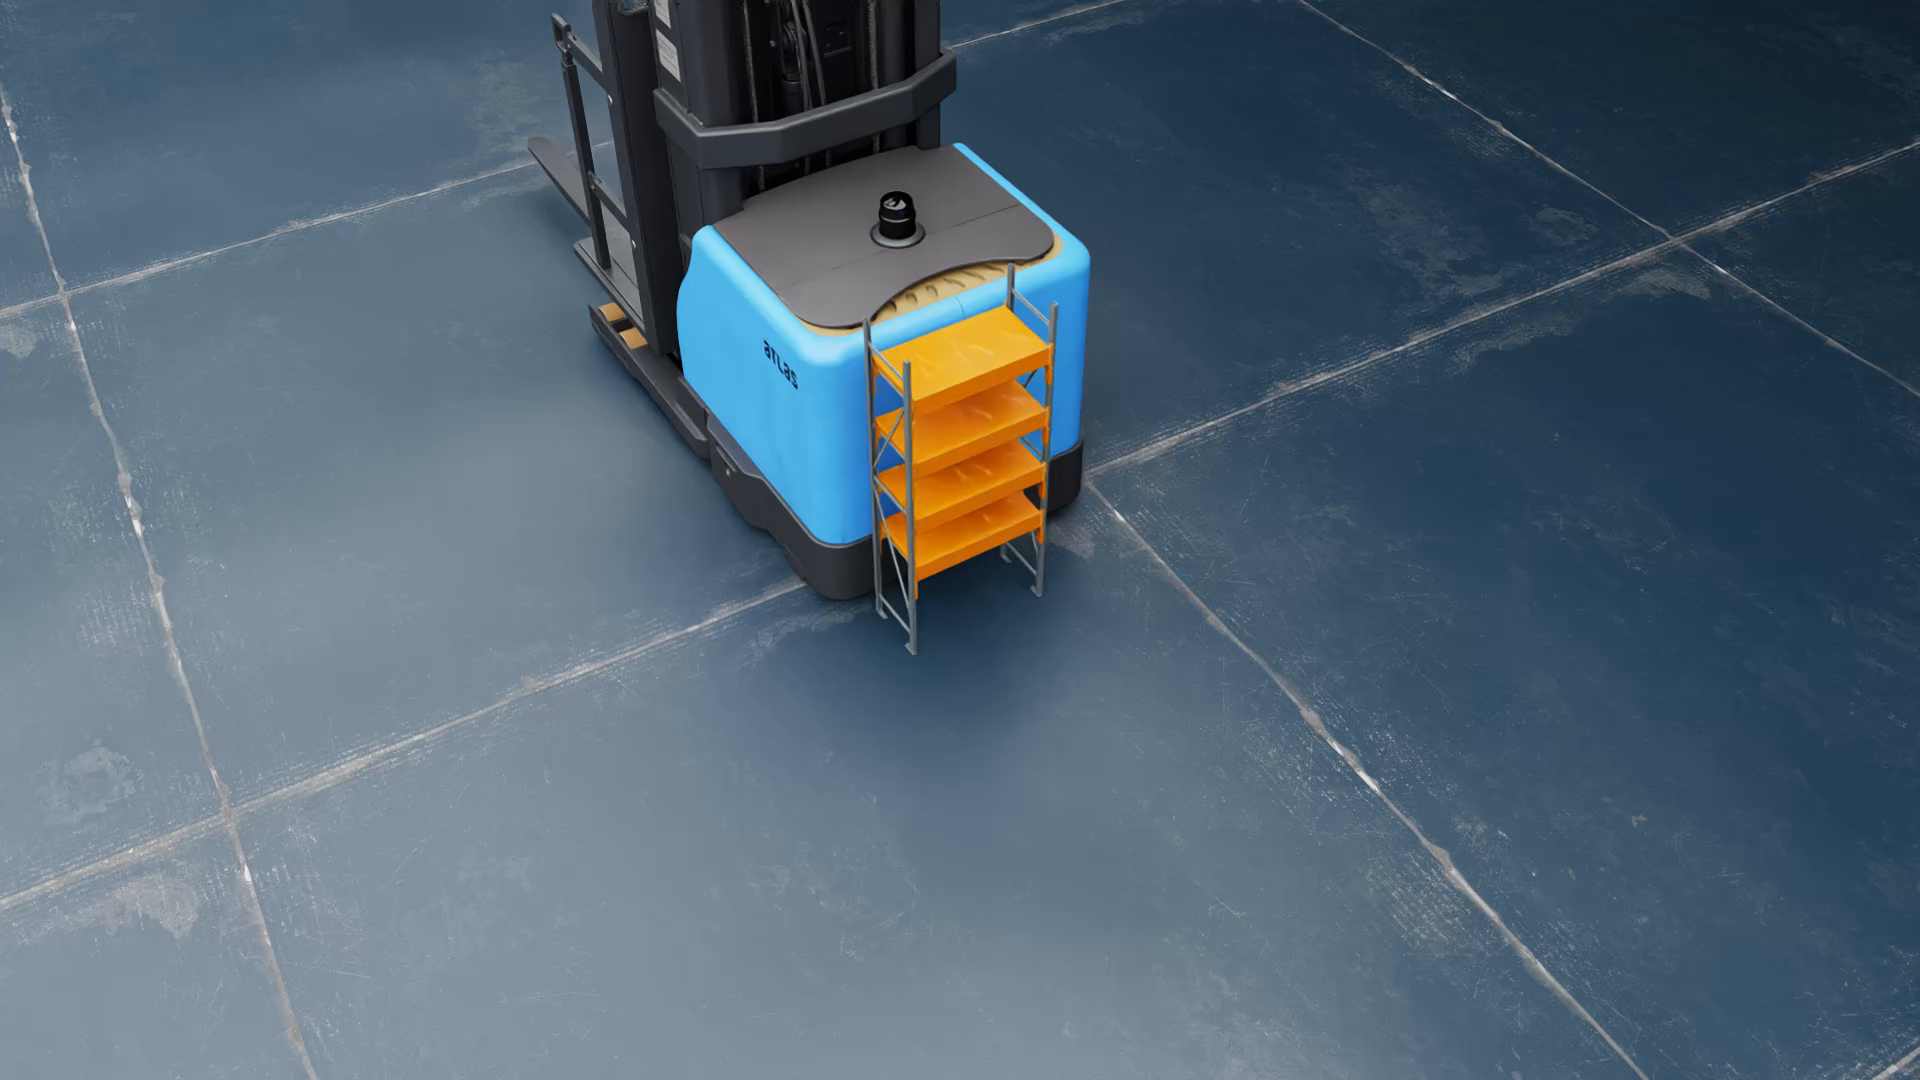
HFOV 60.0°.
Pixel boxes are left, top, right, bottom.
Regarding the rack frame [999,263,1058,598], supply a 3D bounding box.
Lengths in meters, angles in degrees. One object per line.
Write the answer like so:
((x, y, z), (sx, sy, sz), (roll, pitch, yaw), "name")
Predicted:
((0.207, -0.308, 5.205), (0.015, 1.200, 0.240), (-24, 49, -23), "rack frame")

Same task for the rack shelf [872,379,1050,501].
((0.001, -0.329, 5.002), (0.480, 0.148, 0.258), (-24, 49, -23), "rack shelf")

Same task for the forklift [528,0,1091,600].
((-0.788, -1.863, 5.565), (1.130, 2.935, 3.031), (-24, 49, -23), "forklift")

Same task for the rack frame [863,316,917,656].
((-0.206, -0.127, 5.018), (0.015, 1.200, 0.240), (-24, 49, -23), "rack frame")

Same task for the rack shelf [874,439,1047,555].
((0.000, -0.170, 5.158), (0.480, 0.148, 0.258), (-24, 49, -23), "rack shelf")

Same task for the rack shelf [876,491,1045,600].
((-0.001, -0.028, 5.298), (0.480, 0.148, 0.258), (-24, 49, -23), "rack shelf")

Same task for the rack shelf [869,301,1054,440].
((0.002, -0.498, 4.836), (0.480, 0.148, 0.258), (-24, 49, -23), "rack shelf")

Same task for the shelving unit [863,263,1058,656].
((0.000, -0.218, 5.111), (0.503, 1.200, 0.258), (-24, 49, -23), "shelving unit")
